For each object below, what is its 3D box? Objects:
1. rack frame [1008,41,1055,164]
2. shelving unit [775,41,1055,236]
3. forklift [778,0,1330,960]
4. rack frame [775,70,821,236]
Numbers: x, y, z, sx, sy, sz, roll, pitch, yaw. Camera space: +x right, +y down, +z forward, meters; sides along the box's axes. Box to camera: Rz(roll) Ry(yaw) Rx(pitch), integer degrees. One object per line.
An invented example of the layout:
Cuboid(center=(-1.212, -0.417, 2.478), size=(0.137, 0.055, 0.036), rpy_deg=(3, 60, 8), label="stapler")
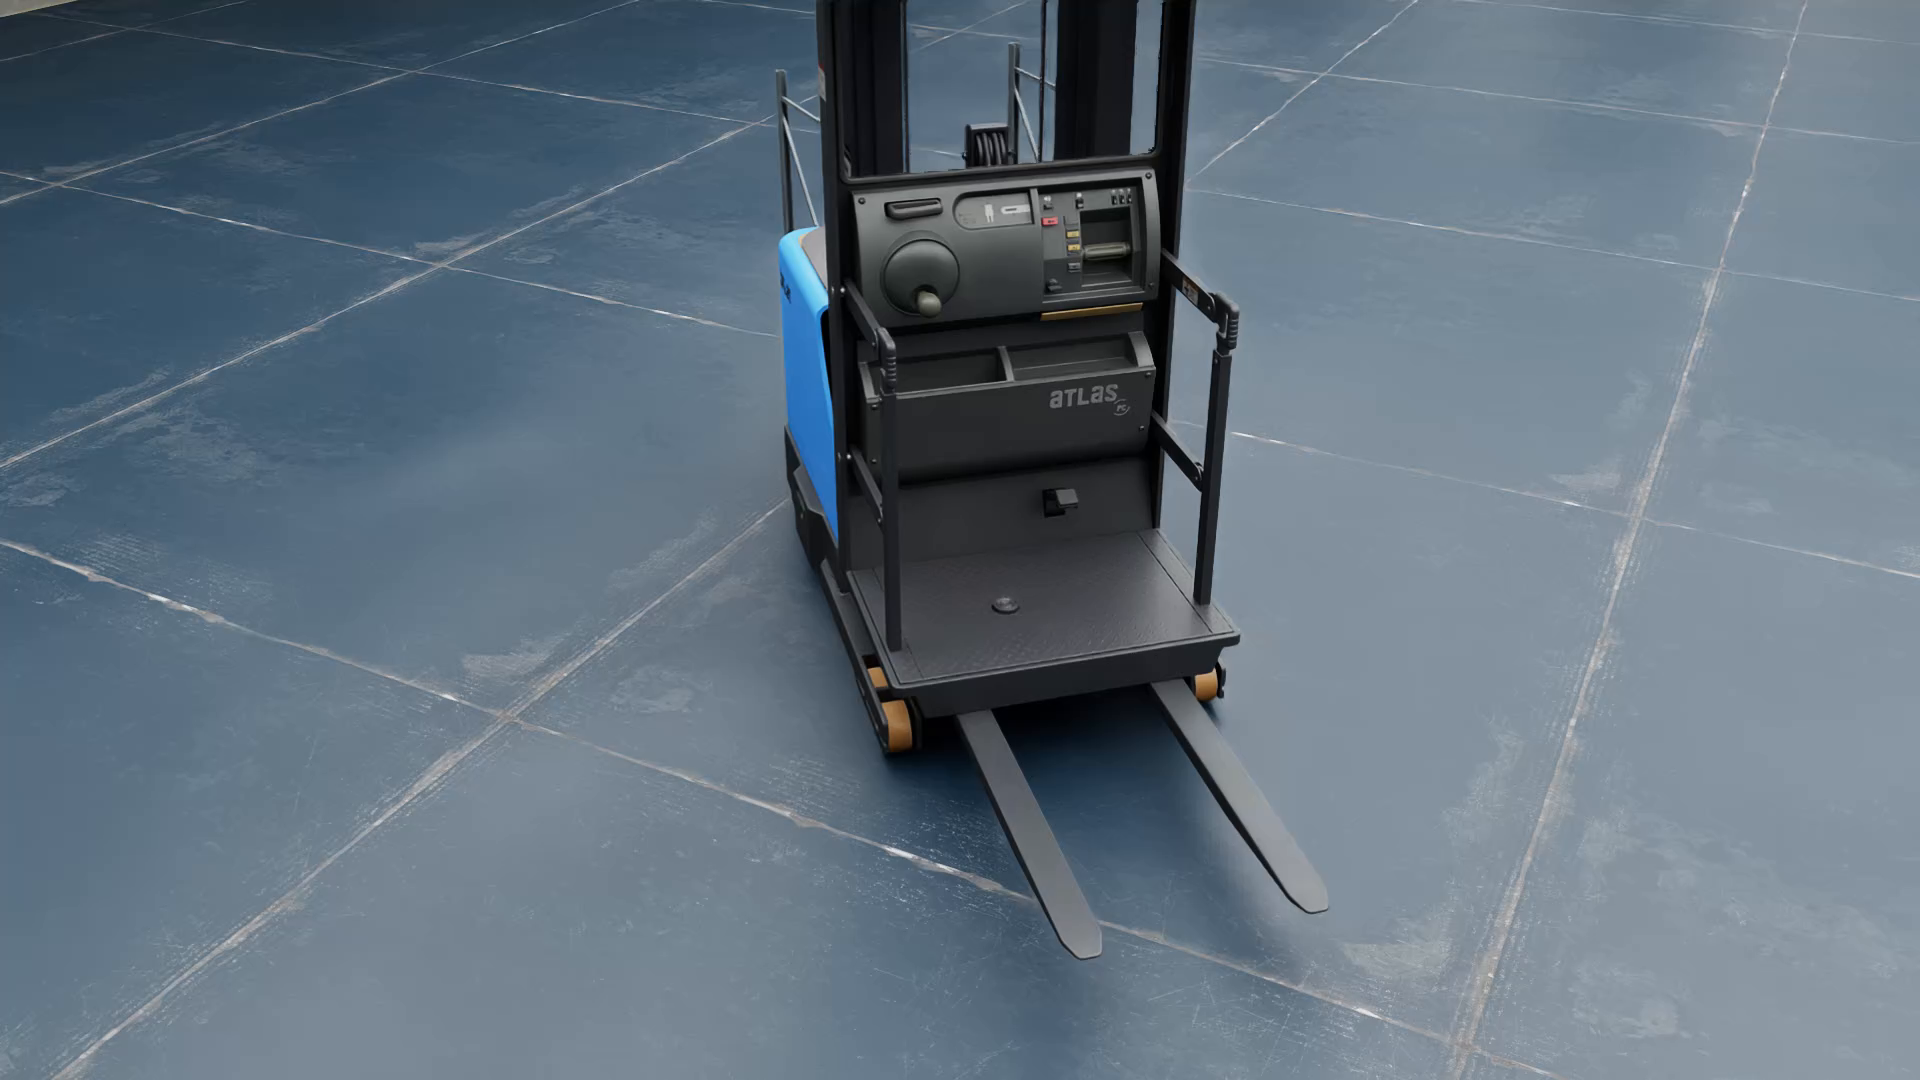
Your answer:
Cuboid(center=(0.326, -1.269, 6.953), size=(0.032, 1.500, 0.500), rpy_deg=(-14, 33, -23), label="rack frame")
Cuboid(center=(-0.120, -1.157, 6.759), size=(1.083, 1.500, 0.587), rpy_deg=(-14, 33, -23), label="shelving unit")
Cuboid(center=(0.207, -0.832, 4.755), size=(1.130, 2.935, 3.031), rpy_deg=(-8, 31, -13), label="forklift")
Cuboid(center=(-0.583, -1.042, 6.558), size=(0.032, 1.500, 0.500), rpy_deg=(-14, 33, -23), label="rack frame")
